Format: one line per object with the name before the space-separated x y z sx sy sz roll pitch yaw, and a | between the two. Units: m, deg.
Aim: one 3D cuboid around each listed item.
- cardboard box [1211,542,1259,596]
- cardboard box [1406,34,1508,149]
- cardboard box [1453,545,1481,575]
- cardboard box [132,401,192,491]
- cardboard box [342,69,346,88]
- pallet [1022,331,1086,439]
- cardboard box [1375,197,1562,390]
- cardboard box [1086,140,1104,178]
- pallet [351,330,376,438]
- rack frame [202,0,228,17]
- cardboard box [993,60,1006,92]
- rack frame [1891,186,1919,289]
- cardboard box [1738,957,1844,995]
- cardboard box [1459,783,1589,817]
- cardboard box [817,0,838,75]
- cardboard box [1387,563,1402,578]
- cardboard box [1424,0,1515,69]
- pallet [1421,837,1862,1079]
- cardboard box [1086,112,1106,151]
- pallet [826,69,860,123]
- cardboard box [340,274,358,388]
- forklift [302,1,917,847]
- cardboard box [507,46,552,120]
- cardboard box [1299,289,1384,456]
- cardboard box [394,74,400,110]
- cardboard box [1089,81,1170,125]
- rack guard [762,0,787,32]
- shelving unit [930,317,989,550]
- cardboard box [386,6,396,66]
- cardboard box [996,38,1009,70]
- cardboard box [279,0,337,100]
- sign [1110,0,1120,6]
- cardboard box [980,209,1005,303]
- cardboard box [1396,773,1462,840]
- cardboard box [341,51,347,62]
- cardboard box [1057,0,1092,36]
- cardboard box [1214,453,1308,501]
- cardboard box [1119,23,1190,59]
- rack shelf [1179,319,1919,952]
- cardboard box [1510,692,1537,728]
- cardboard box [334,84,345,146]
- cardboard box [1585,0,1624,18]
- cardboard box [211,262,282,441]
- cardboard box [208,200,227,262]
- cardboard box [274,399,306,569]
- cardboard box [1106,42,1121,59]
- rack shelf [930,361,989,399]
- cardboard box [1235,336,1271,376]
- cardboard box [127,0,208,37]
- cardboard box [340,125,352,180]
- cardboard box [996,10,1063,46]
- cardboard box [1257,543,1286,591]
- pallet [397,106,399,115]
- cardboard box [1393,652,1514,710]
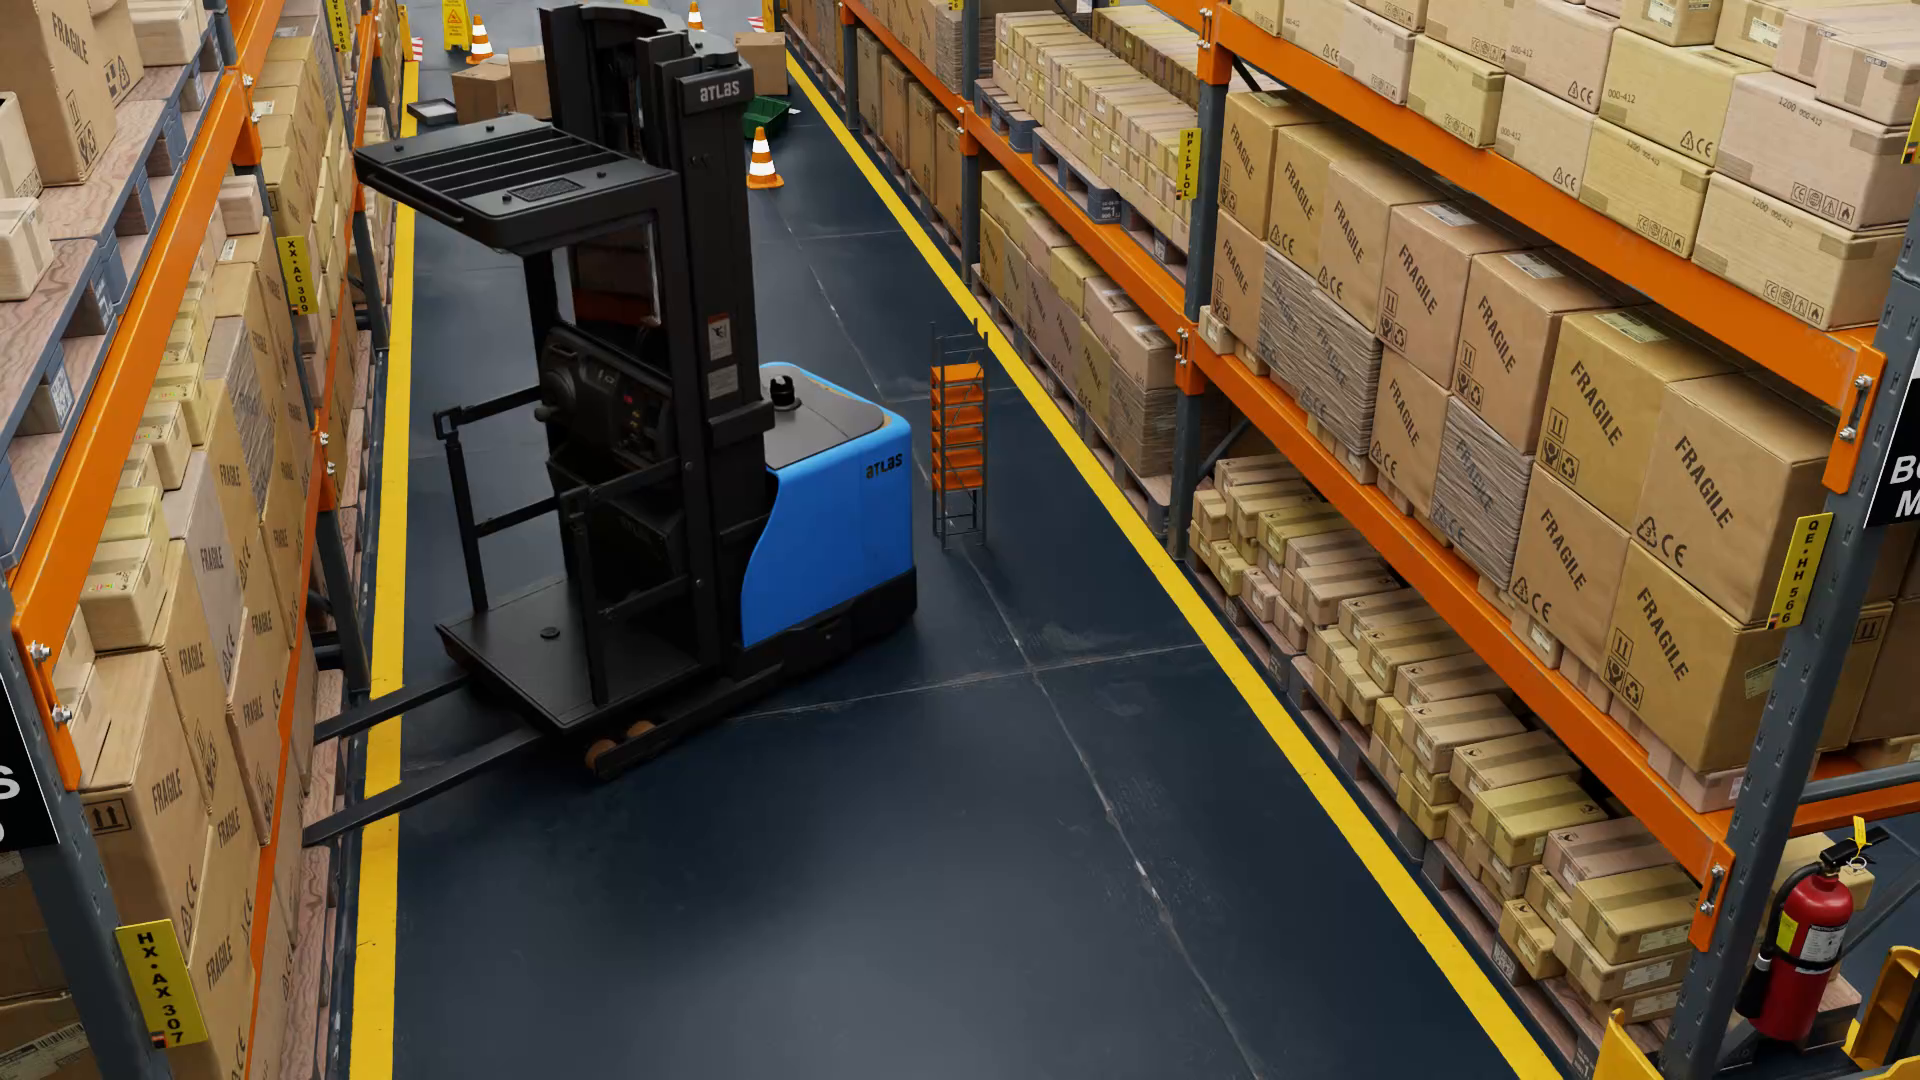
cardboard box | 1.428 0.122 7.972 0.380 0.149 0.250 -7 31 -12
cardboard box | 1.835 -1.504 5.510 0.500 0.250 0.500 -6 31 -11
cardboard box | 2.016 0.010 5.990 0.380 0.149 0.250 -9 31 -15
cardboard box | -2.271 -0.232 4.411 0.380 0.149 0.250 -8 31 -13
cardboard box | -4.215 -3.036 10.833 0.380 0.149 0.250 -10 31 -16
pallet | 1.035 -1.037 10.330 1.003 0.211 1.213 -8 31 -13
cardboard box | 1.846 -0.888 5.895 0.500 0.500 0.500 -9 31 -15
cardboard box | 0.925 -2.145 9.292 0.380 0.149 0.250 -7 31 -11
pallet | -4.100 -0.905 10.102 1.003 0.211 1.213 -8 31 -13
rack frame | -3.175 -3.167 5.238 1.000 3.000 0.127 -8 31 -13
cardboard box | 0.433 -3.039 10.838 0.380 0.149 0.250 -8 31 -14
rack frame | 2.632 -1.942 3.122 1.000 3.000 0.127 -8 31 -13
cardboard box | 2.802 1.411 5.744 0.380 0.149 0.250 -7 31 -12
cardboard box | 2.105 0.967 6.215 0.380 0.149 0.250 -8 31 -14
cardboard box | -0.895 -5.151 16.357 0.875 0.875 0.875 -8 31 -13
cardboard box | 2.088 0.028 7.541 0.380 0.149 0.250 -7 31 -12
cardboard box | 1.871 -1.724 5.390 0.500 0.250 0.500 -9 31 -15
pallet | 2.430 1.428 6.073 1.003 0.211 1.213 -8 31 -13
cardboard box | 0.921 -2.281 9.231 0.380 0.149 0.250 -8 31 -13
pallet | -0.680 -4.312 15.989 1.003 0.211 1.213 -8 31 -13
cardboard box | -4.134 -1.420 9.910 0.875 0.875 0.875 -8 31 -14
forklift | -1.626 -0.554 6.781 3.031 2.935 1.130 -25 38 -36
cardboard box | -3.591 -3.931 14.287 0.500 0.500 0.500 -8 31 -13
cardboard box | 1.696 -0.691 6.552 0.500 0.500 0.500 -9 31 -14
cardboard box | -5.348 -4.003 14.997 0.500 0.250 0.500 -6 31 -10
cardboard box | 0.930 -2.405 9.149 0.380 0.149 0.250 -9 31 -16
rack guard | -1.621 -6.003 18.622 1.175 0.500 0.348 -8 31 -13
shelving unit | -0.004 -0.526 8.462 0.258 1.200 0.189 -8 31 -13
cardboard box | -5.484 -4.579 15.244 0.500 0.500 0.500 -6 31 -11
cardboard box | 0.443 -3.151 10.734 0.380 0.149 0.250 -6 31 -11
cardboard box | -3.848 -2.763 9.432 0.500 0.500 0.500 -9 31 -15
sign | 1.029 -3.753 11.163 0.100 0.325 0.005 -8 31 -13
cardboard box | 0.450 -1.934 11.172 0.500 0.500 0.500 -9 31 -15
cardboard box | 1.932 0.998 6.458 0.380 0.149 0.250 -9 31 -15
cardboard box | -4.279 -3.355 10.736 0.500 0.500 0.500 -6 31 -11
cardboard box | 0.650 -3.505 11.712 0.500 0.500 0.500 -8 31 -13
cardboard box | 1.462 -0.289 8.087 0.380 0.149 0.250 -7 31 -11
cardboard box | 1.215 -3.116 10.377 0.380 0.149 0.250 -7 31 -12
rack shelf | 2.101 0.000 6.474 1.077 0.370 4.000 -8 31 -13
cardboard box | 2.335 0.665 6.736 0.380 0.149 0.250 -6 31 -11
cardboard box | -3.864 -2.454 9.645 0.500 0.250 0.500 -8 31 -13
cardboard box | 2.037 -1.589 4.759 0.380 0.149 0.250 -9 31 -14
cardboard box | -2.657 -0.609 5.710 0.500 0.500 0.500 -8 31 -14
cardboard box | -2.821 -1.079 5.874 0.380 0.149 0.250 -7 31 -12
cardboard box | -2.664 -0.176 5.960 0.500 0.500 0.500 -9 31 -14
cardboard box | 1.151 -3.104 10.653 0.380 0.149 0.250 -7 31 -11
rack shelf | -0.004 -0.799 8.303 0.258 0.103 0.180 -8 31 -13
cardboard box | 1.470 -0.873 7.515 0.380 0.149 0.250 -7 31 -12
cardboard box | -2.697 -1.769 5.434 0.396 0.266 0.258 -7 31 -12
cardboard box | -3.853 -2.228 9.754 0.500 0.250 0.500 -9 31 -15
cardboard box | 0.446 -3.289 10.675 0.380 0.149 0.250 -8 31 -13
cardboard box | 1.611 0.087 7.735 0.380 0.149 0.250 -8 31 -14
pallet | -5.839 -4.137 15.687 1.003 0.211 1.213 -8 31 -13
cardboard box | 1.949 0.592 6.565 0.380 0.149 0.250 -9 31 -15
